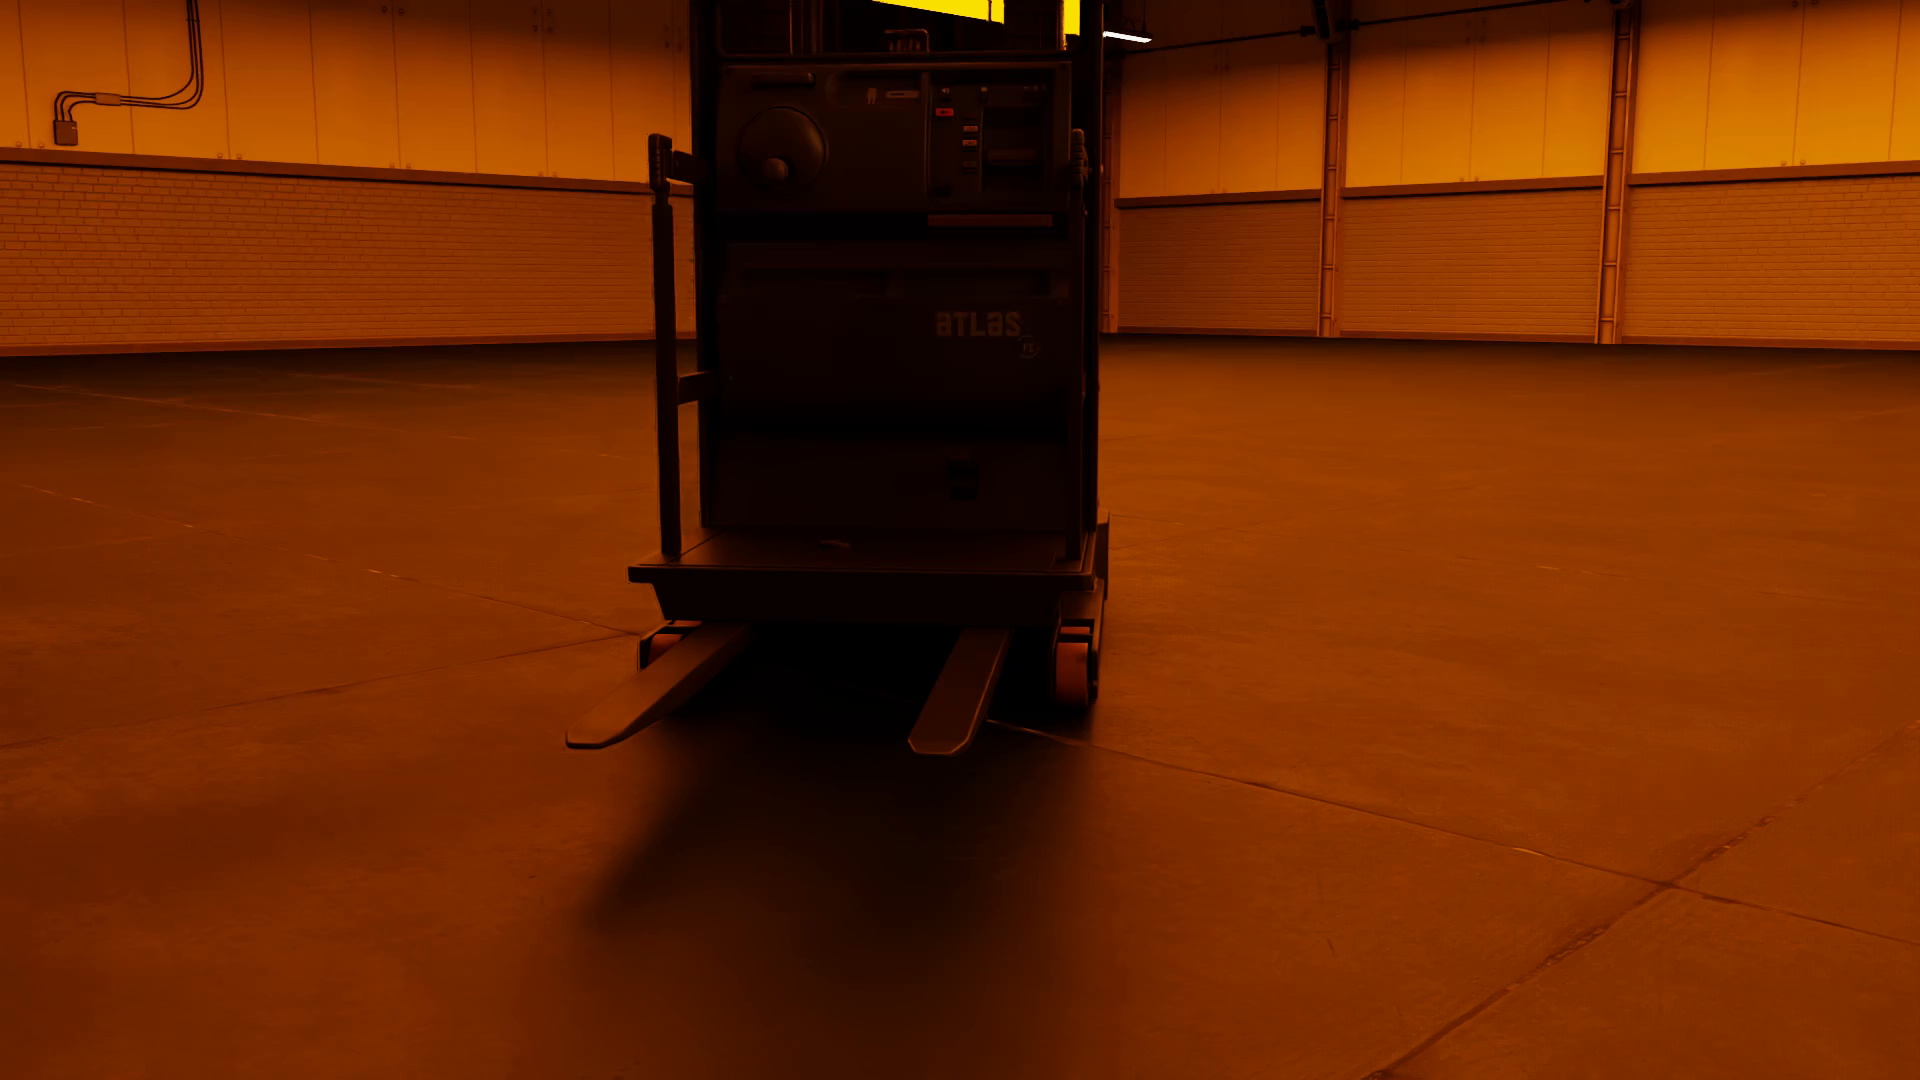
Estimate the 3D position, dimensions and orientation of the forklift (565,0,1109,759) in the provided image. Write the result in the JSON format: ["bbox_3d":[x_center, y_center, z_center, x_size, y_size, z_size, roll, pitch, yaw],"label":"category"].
[{"bbox_3d":[-0.193,-1.094,4.141,1.130,2.935,3.031,1,9,6],"label":"forklift"}]
